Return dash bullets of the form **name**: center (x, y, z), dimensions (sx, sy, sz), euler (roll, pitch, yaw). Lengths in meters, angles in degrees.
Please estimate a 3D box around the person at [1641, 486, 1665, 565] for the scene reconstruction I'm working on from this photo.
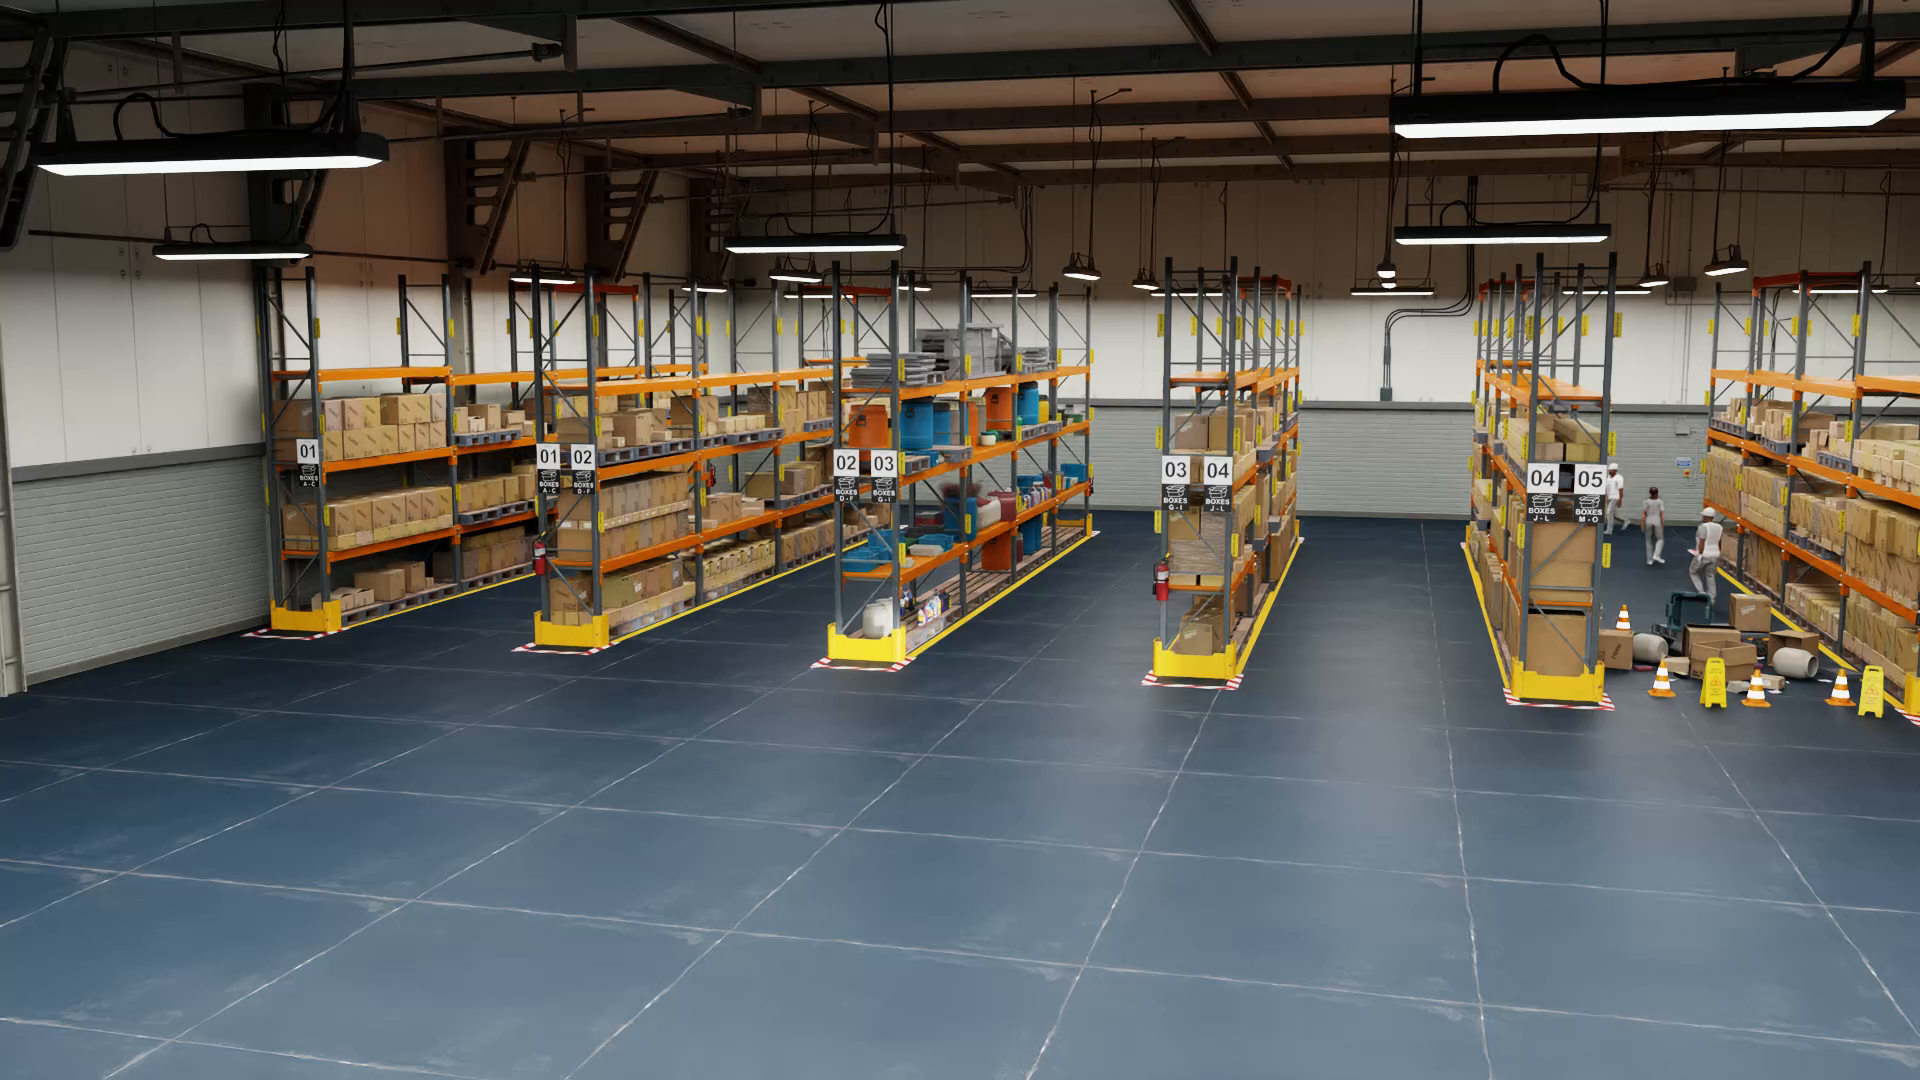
- **person**: center (14.755, -0.302, 35.377), dimensions (0.499, 1.669, 0.515), euler (2, 8, 18)

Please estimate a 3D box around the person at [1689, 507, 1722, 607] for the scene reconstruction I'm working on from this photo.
- **person**: center (13.524, 0.296, 30.068), dimensions (0.572, 1.763, 0.478), euler (-1, 7, -10)

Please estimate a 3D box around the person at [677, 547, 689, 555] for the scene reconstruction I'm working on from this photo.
- **person**: center (-5.775, -0.158, 34.241), dimensions (0.436, 1.605, 1.054), euler (2, 8, 19)

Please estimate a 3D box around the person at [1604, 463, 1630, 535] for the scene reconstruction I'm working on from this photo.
- **person**: center (16.017, -1.013, 40.585), dimensions (0.831, 1.744, 0.569), euler (-1, 7, -5)
